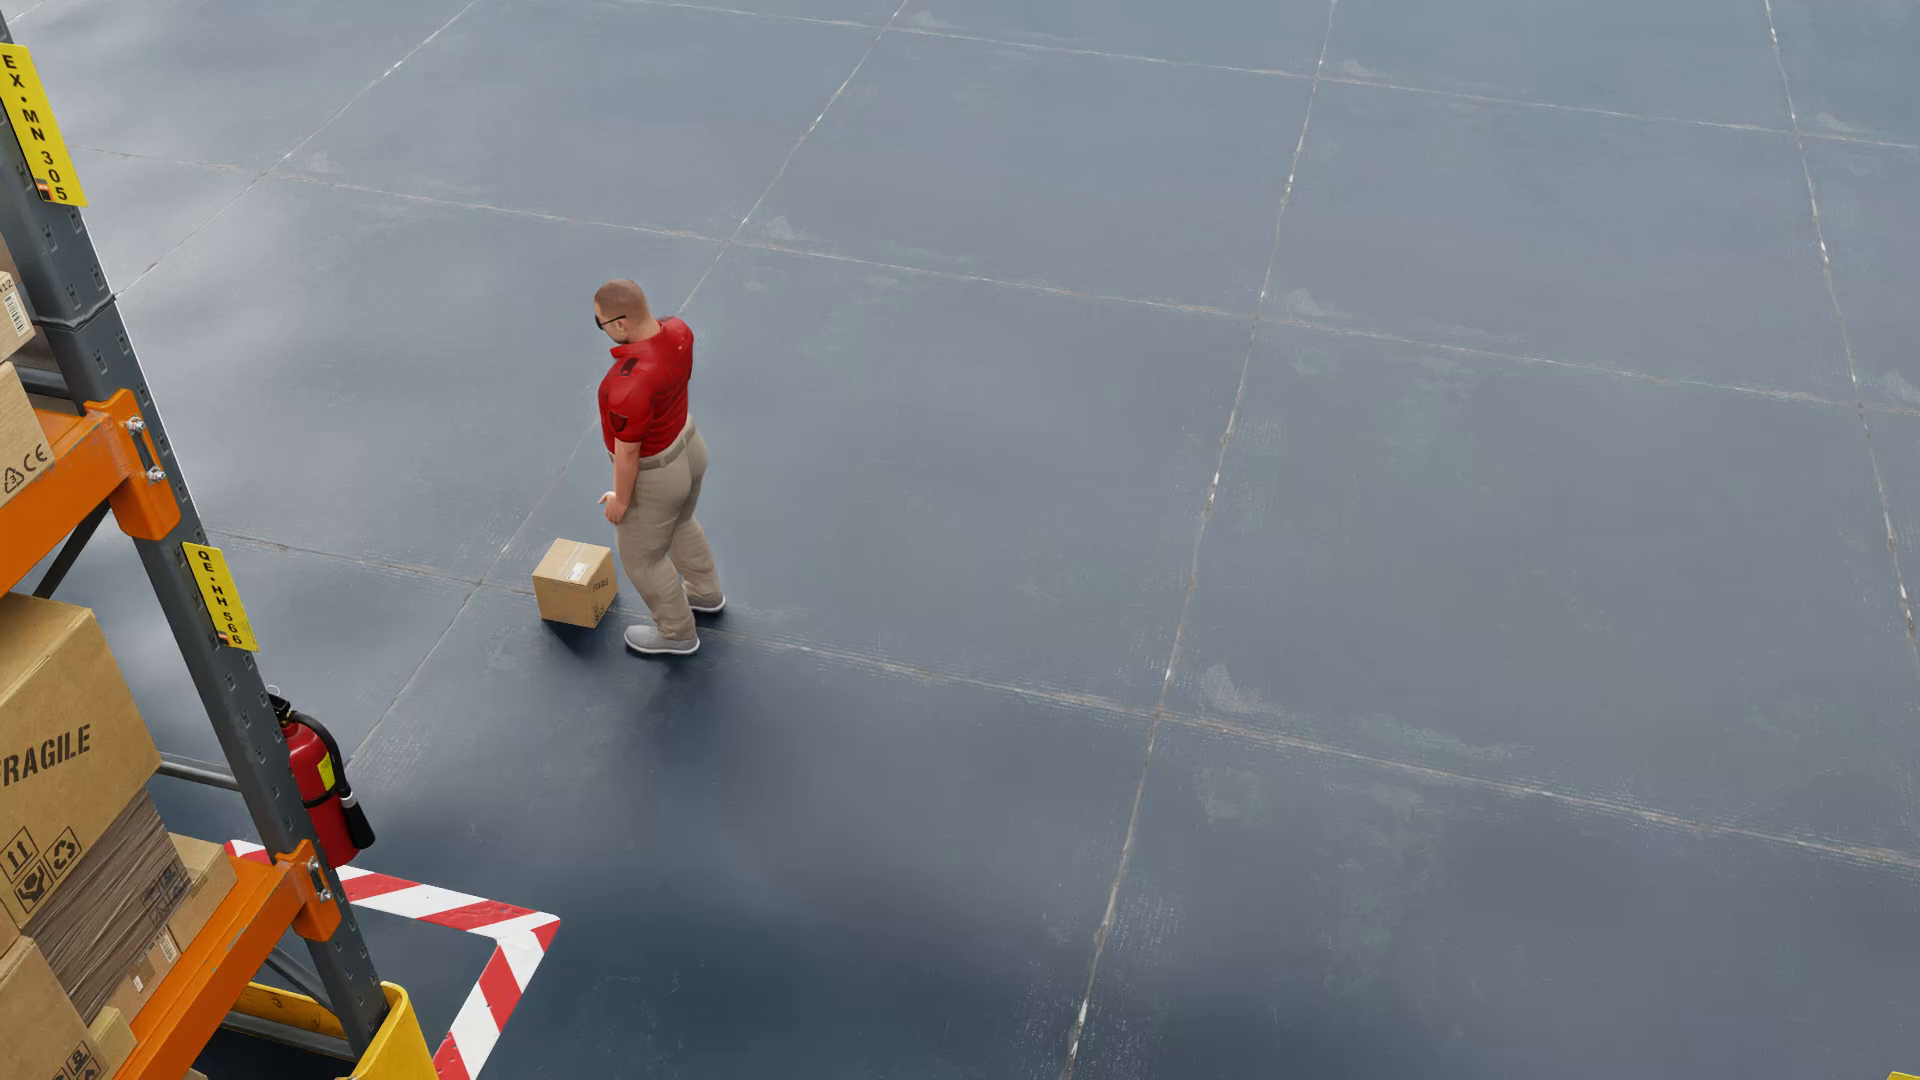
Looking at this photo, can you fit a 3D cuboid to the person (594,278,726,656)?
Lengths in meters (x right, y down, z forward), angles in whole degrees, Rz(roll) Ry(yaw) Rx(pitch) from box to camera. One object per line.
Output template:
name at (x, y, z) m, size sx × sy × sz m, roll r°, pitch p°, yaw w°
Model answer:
person at (-1.204, -0.270, 6.500) m, size 0.362 × 1.719 × 0.534 m, roll 11°, pitch 42°, yaw 12°
